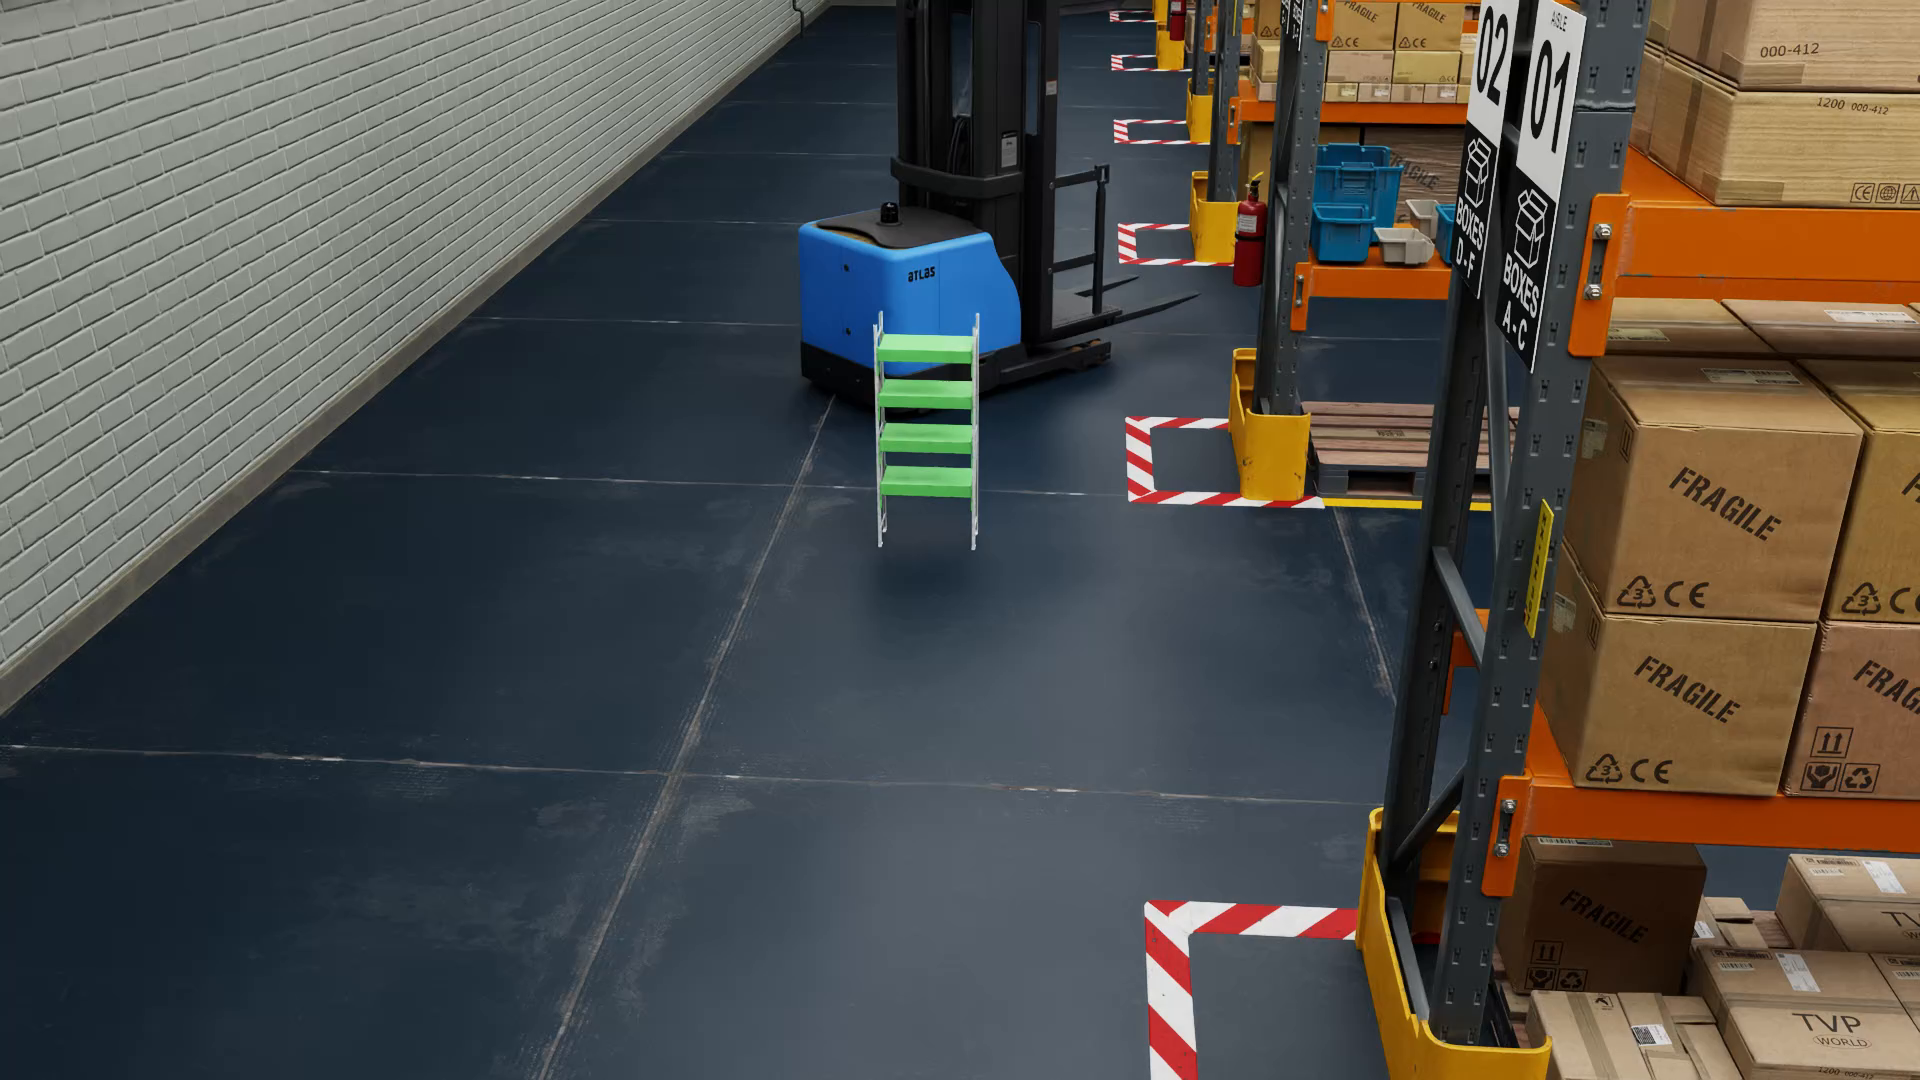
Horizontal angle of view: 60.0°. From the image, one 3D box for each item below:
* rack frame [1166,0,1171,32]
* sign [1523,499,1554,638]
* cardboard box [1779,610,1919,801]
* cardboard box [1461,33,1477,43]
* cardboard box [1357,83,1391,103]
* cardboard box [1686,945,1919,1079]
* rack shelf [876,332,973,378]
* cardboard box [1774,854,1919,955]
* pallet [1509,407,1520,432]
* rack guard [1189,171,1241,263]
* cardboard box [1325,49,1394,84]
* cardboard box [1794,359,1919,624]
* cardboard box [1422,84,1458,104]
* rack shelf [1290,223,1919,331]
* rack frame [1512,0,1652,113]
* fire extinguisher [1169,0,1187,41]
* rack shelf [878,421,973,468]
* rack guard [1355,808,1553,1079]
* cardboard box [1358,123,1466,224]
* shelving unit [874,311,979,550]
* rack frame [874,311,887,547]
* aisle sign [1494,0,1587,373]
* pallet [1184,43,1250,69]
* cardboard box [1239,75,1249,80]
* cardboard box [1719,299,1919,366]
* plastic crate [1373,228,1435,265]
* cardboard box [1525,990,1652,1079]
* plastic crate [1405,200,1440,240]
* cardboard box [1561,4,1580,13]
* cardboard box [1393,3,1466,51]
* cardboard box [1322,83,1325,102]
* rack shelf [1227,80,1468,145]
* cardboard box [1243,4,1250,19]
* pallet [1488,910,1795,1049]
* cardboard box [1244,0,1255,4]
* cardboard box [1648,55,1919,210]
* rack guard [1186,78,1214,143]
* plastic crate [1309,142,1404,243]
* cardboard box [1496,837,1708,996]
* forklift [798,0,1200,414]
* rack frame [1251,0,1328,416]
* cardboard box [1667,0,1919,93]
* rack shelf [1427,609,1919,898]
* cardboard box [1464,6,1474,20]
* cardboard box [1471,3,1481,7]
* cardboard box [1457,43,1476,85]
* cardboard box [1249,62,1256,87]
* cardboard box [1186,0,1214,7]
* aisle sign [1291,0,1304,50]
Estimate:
[{"bbox_3d":[2.943,-8.023,22.597,0.127,3.000,1.000,2,25,4],"label":"rack frame"},{"bbox_3d":[1.381,0.069,3.976,0.005,0.325,0.100,2,25,4],"label":"sign"},{"bbox_3d":[2.360,0.329,4.326,0.500,0.500,0.500,2,25,3],"label":"cardboard box"},{"bbox_3d":[4.221,-4.007,13.693,0.500,0.250,0.500,2,25,4],"label":"cardboard box"},{"bbox_3d":[3.285,-3.606,13.299,0.250,0.149,0.380,1,25,3],"label":"cardboard box"},{"bbox_3d":[2.441,1.437,4.801,0.500,0.250,0.500,2,25,4],"label":"cardboard box"},{"bbox_3d":[-0.165,-0.928,8.337,0.480,0.148,0.258,2,25,4],"label":"rack shelf"},{"bbox_3d":[2.928,1.243,5.223,0.500,0.250,0.500,2,25,4],"label":"cardboard box"},{"bbox_3d":[3.838,-0.479,9.538,1.213,0.211,1.003,2,25,4],"label":"pallet"},{"bbox_3d":[2.161,-2.758,14.145,0.348,0.500,1.175,2,25,4],"label":"rack guard"},{"bbox_3d":[3.161,-3.818,13.282,0.500,0.250,0.500,2,25,3],"label":"cardboard box"},{"bbox_3d":[2.367,-0.126,4.119,0.500,0.500,0.500,2,25,5],"label":"cardboard box"},{"bbox_3d":[3.796,-3.589,13.262,0.250,0.149,0.380,2,25,3],"label":"cardboard box"},{"bbox_3d":[3.800,-1.437,9.146,4.000,0.370,1.077,2,25,4],"label":"rack shelf"},{"bbox_3d":[1.423,-2.489,3.394,0.127,3.000,1.000,2,25,4],"label":"rack frame"},{"bbox_3d":[2.449,-5.952,18.636,0.183,0.674,0.296,2,25,4],"label":"fire extinguisher"},{"bbox_3d":[-0.165,-0.492,8.537,0.480,0.148,0.258,2,25,4],"label":"rack shelf"},{"bbox_3d":[1.498,1.374,5.165,0.348,0.500,1.175,2,25,4],"label":"rack guard"},{"bbox_3d":[3.736,-3.102,13.942,0.875,0.875,0.875,2,25,4],"label":"cardboard box"},{"bbox_3d":[-0.165,-0.550,8.511,0.503,1.200,0.258,2,25,4],"label":"shelving unit"},{"bbox_3d":[-0.408,-0.558,8.528,0.015,1.200,0.240,2,25,4],"label":"rack frame"},{"bbox_3d":[1.332,-0.824,3.843,0.004,0.787,0.394,2,25,4],"label":"aisle sign"},{"bbox_3d":[3.747,-6.763,23.195,1.213,0.211,1.003,2,25,4],"label":"pallet"},{"bbox_3d":[3.162,-4.964,18.146,0.250,0.149,0.380,1,25,2],"label":"cardboard box"},{"bbox_3d":[2.391,-0.348,4.602,0.500,0.500,0.500,3,25,5],"label":"cardboard box"},{"bbox_3d":[2.340,-1.546,8.764,0.298,0.136,0.250,2,25,4],"label":"plastic crate"},{"bbox_3d":[1.814,1.488,4.812,0.250,0.149,0.380,2,25,4],"label":"cardboard box"},{"bbox_3d":[2.632,-1.785,9.284,0.243,0.136,0.396,2,25,4],"label":"plastic crate"},{"bbox_3d":[4.705,-4.328,13.493,0.500,0.500,0.500,1,25,2],"label":"cardboard box"},{"bbox_3d":[3.658,-4.142,13.090,0.500,0.500,0.500,1,25,3],"label":"cardboard box"},{"bbox_3d":[2.769,-3.622,13.333,0.250,0.149,0.380,1,25,3],"label":"cardboard box"},{"bbox_3d":[4.179,-3.502,13.632,4.000,0.370,1.077,2,25,4],"label":"rack shelf"},{"bbox_3d":[2.963,-5.695,17.839,0.250,0.149,0.380,2,25,4],"label":"cardboard box"},{"bbox_3d":[2.293,1.531,5.171,1.213,0.211,1.003,2,25,4],"label":"pallet"},{"bbox_3d":[3.092,-6.007,17.742,0.500,0.500,0.500,3,25,6],"label":"cardboard box"},{"bbox_3d":[1.915,-0.936,3.786,0.500,0.250,0.500,2,25,4],"label":"cardboard box"},{"bbox_3d":[2.741,-4.818,18.624,0.348,0.500,1.175,2,25,4],"label":"rack guard"},{"bbox_3d":[2.154,-1.939,9.260,0.499,0.435,0.616,2,25,4],"label":"plastic crate"},{"bbox_3d":[1.984,1.087,5.264,0.500,0.500,0.500,2,25,4],"label":"cardboard box"},{"bbox_3d":[0.398,-2.615,10.927,3.031,2.935,1.130,-20,31,-37],"label":"forklift"},{"bbox_3d":[1.805,-1.828,9.134,0.127,3.000,1.000,2,25,4],"label":"rack frame"},{"bbox_3d":[1.915,-1.160,3.676,0.500,0.250,0.500,2,25,4],"label":"cardboard box"},{"bbox_3d":[3.417,0.627,4.659,4.000,0.370,1.077,2,25,4],"label":"rack shelf"},{"bbox_3d":[5.295,-5.637,17.712,0.250,0.149,0.380,1,25,2],"label":"cardboard box"},{"bbox_3d":[5.632,-5.924,17.560,0.500,0.500,0.500,1,25,3],"label":"cardboard box"},{"bbox_3d":[4.183,-3.786,13.212,0.500,0.250,0.500,1,25,3],"label":"cardboard box"},{"bbox_3d":[2.565,-3.904,13.947,0.250,0.149,0.380,2,25,5],"label":"cardboard box"},{"bbox_3d":[3.922,-9.089,27.399,0.637,0.503,0.797,1,25,2],"label":"cardboard box"},{"bbox_3d":[1.711,-2.888,8.327,0.004,0.787,0.394,2,25,4],"label":"aisle sign"}]
